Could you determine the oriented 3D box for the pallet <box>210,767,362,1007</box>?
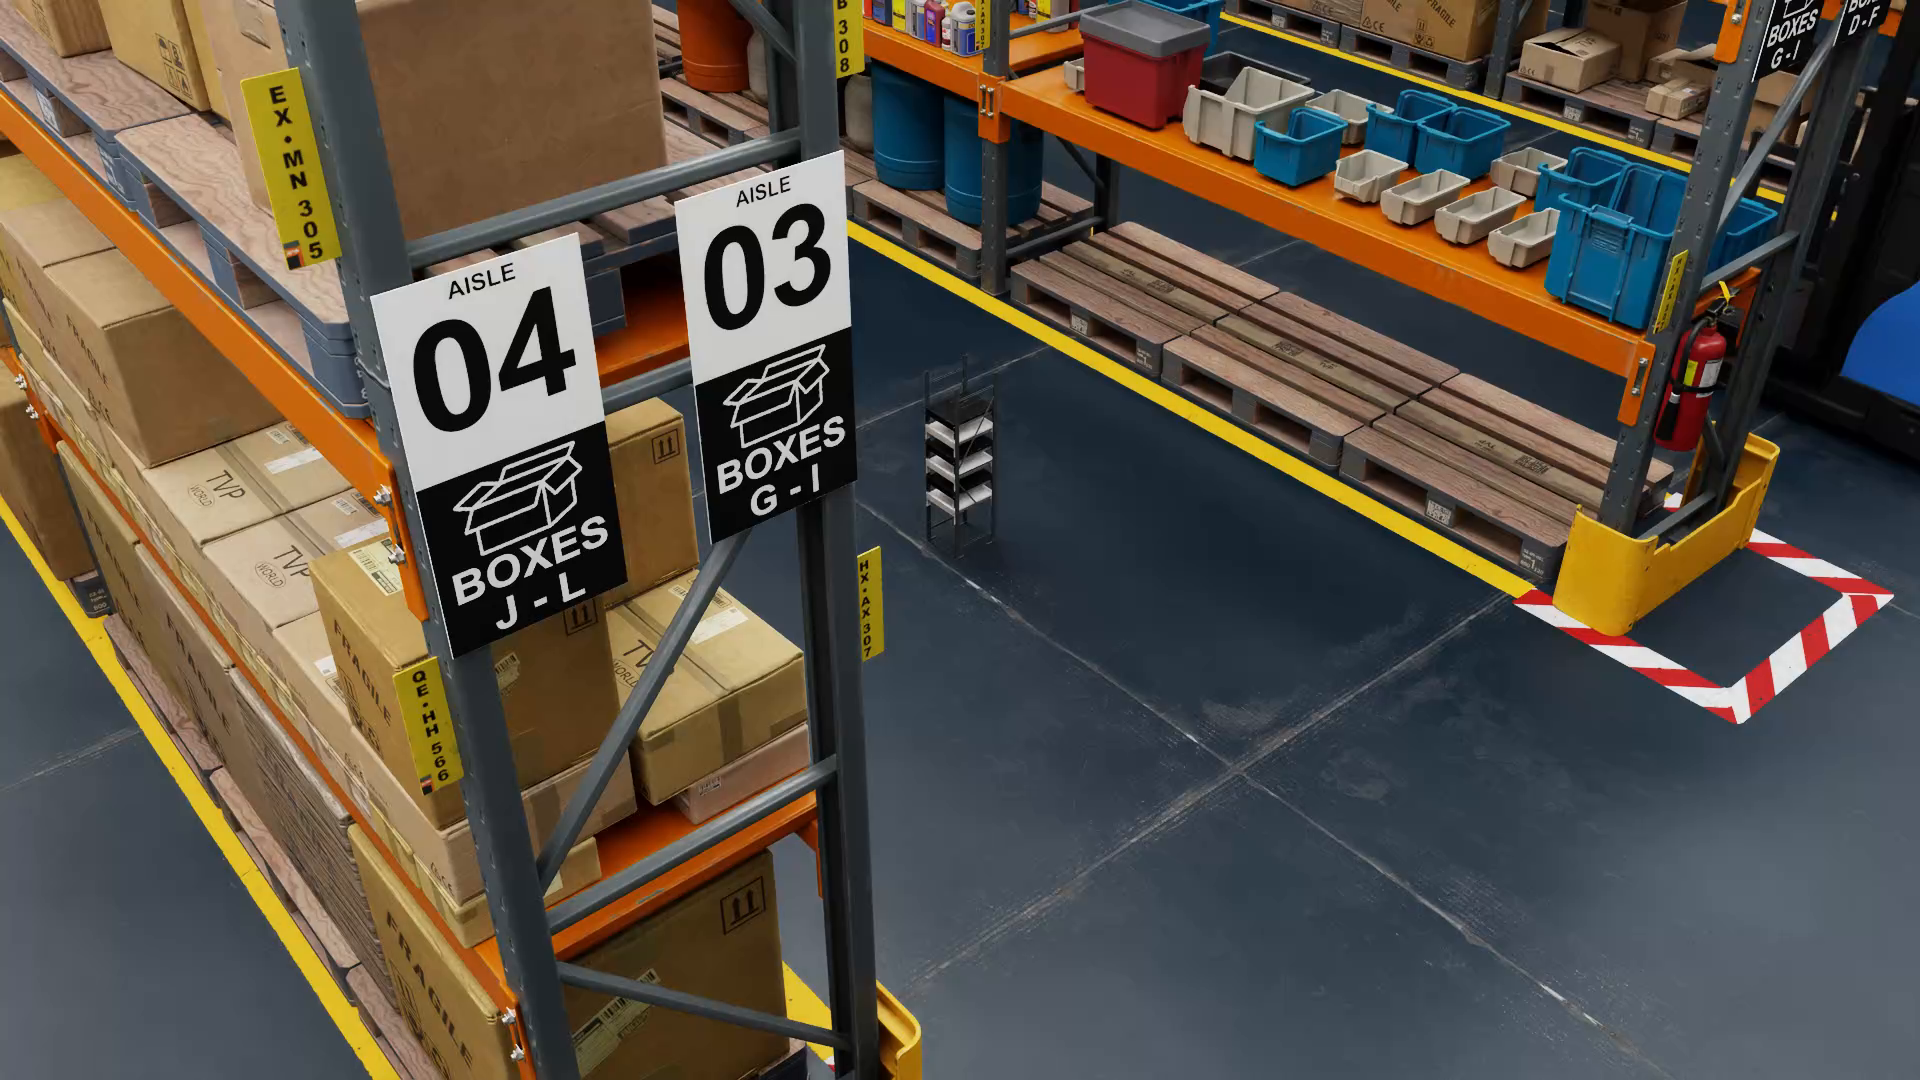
[{"bbox_3d":[-2.019,1.032,6.110,1.003,0.211,1.213,-26,43,-32],"label":"pallet"}]

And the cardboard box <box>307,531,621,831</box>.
[{"bbox_3d":[-1.175,0.273,3.993,0.500,0.500,0.500,-25,43,-31],"label":"cardboard box"}]

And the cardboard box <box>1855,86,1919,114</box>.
[{"bbox_3d":[6.131,-2.782,11.081,0.500,0.250,0.500,-26,43,-32],"label":"cardboard box"}]

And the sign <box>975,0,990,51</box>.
[{"bbox_3d":[0.121,-2.766,8.820,0.100,0.325,0.005,-26,43,-32],"label":"sign"}]

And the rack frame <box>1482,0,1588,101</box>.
[{"bbox_3d":[4.329,-4.703,11.795,1.000,3.000,0.127,-26,43,-32],"label":"rack frame"}]

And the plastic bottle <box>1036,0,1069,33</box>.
[{"bbox_3d":[0.537,-3.131,9.619,0.144,0.351,0.185,-26,43,-32],"label":"plastic bottle"}]

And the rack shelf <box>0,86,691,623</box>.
[{"bbox_3d":[-1.951,-1.057,4.675,1.077,0.370,4.000,-26,43,-32],"label":"rack shelf"}]

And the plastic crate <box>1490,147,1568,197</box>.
[{"bbox_3d":[2.634,-1.712,7.748,0.250,0.136,0.298,-26,43,-32],"label":"plastic crate"}]

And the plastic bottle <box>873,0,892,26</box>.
[{"bbox_3d":[-0.420,-3.202,9.719,0.144,0.351,0.185,-26,43,-32],"label":"plastic bottle"}]

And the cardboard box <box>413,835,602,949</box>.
[{"bbox_3d":[-1.141,0.824,4.208,0.380,0.149,0.250,-25,42,-31],"label":"cardboard box"}]

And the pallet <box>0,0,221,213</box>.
[{"bbox_3d":[-1.938,-1.294,4.464,1.003,0.211,1.213,-26,43,-32],"label":"pallet"}]

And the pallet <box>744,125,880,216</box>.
[{"bbox_3d":[-0.715,-2.614,11.259,1.003,0.211,1.213,-26,43,-32],"label":"pallet"}]

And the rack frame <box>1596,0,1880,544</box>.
[{"bbox_3d":[3.124,-1.091,6.695,1.000,3.000,0.127,-26,43,-32],"label":"rack frame"}]

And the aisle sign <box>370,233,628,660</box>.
[{"bbox_3d":[-0.843,-0.161,3.133,0.394,0.787,0.004,-26,43,-32],"label":"aisle sign"}]

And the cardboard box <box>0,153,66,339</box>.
[{"bbox_3d":[-3.127,-1.069,5.888,0.500,0.500,0.500,-26,43,-32],"label":"cardboard box"}]

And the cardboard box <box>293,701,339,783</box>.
[{"bbox_3d":[-1.632,0.488,4.683,0.380,0.149,0.250,-25,42,-31],"label":"cardboard box"}]

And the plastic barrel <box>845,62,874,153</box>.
[{"bbox_3d":[-0.549,-2.855,10.975,0.421,0.512,0.421,0,35,0],"label":"plastic barrel"}]

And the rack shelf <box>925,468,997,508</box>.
[{"bbox_3d":[0.005,-0.263,7.556,0.258,0.077,0.200,-26,43,-32],"label":"rack shelf"}]

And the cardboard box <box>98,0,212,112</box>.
[{"bbox_3d":[-1.678,-1.434,4.048,0.700,0.500,0.500,-29,45,-35],"label":"cardboard box"}]

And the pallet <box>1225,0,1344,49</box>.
[{"bbox_3d":[2.983,-4.449,13.849,1.003,0.211,1.213,-26,43,-32],"label":"pallet"}]

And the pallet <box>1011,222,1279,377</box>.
[{"bbox_3d":[1.047,-1.409,9.557,1.003,0.211,1.213,-26,43,-32],"label":"pallet"}]

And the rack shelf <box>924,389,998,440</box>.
[{"bbox_3d":[0.005,-0.557,7.348,0.258,0.077,0.200,-26,43,-32],"label":"rack shelf"}]

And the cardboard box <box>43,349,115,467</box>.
[{"bbox_3d":[-2.821,-0.544,5.794,0.500,0.250,0.500,-26,43,-32],"label":"cardboard box"}]

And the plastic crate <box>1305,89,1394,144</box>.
[{"bbox_3d":[1.896,-2.117,8.321,0.293,0.136,0.466,-26,43,-32],"label":"plastic crate"}]

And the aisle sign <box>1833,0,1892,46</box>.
[{"bbox_3d":[3.397,-2.231,6.056,0.394,0.787,0.004,-26,43,-32],"label":"aisle sign"}]

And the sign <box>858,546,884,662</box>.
[{"bbox_3d":[-0.232,0.166,4.102,0.100,0.325,0.005,-26,43,-32],"label":"sign"}]

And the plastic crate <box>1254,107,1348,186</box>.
[{"bbox_3d":[1.603,-1.858,7.872,0.416,0.233,0.300,-26,43,-32],"label":"plastic crate"}]

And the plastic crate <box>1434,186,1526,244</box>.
[{"bbox_3d":[2.283,-1.434,7.356,0.396,0.136,0.243,-26,43,-32],"label":"plastic crate"}]

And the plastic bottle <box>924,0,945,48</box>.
[{"bbox_3d":[-0.143,-2.948,9.418,0.061,0.283,0.133,-26,43,-32],"label":"plastic bottle"}]

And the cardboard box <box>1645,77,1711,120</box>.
[{"bbox_3d":[5.000,-3.082,11.577,0.380,0.166,0.250,-26,43,-32],"label":"cardboard box"}]

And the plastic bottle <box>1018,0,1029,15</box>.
[{"bbox_3d":[0.394,-3.272,9.886,0.097,0.271,0.097,0,35,0],"label":"plastic bottle"}]

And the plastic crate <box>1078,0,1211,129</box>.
[{"bbox_3d":[0.927,-2.420,8.464,0.402,0.464,0.583,-26,43,-32],"label":"plastic crate"}]

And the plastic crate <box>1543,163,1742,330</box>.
[{"bbox_3d":[2.765,-1.208,6.778,0.616,0.435,0.499,-26,43,-32],"label":"plastic crate"}]

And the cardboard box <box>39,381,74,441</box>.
[{"bbox_3d":[-3.135,-0.537,6.130,0.380,0.149,0.250,-28,44,-33],"label":"cardboard box"}]

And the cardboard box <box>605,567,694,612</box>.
[{"bbox_3d":[-1.104,0.156,4.806,0.500,0.250,0.500,-27,43,-32],"label":"cardboard box"}]

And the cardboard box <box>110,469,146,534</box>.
[{"bbox_3d":[-2.628,-0.192,5.644,0.380,0.149,0.250,-27,43,-32],"label":"cardboard box"}]

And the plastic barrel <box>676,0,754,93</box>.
[{"bbox_3d":[-1.710,-3.699,11.892,0.600,0.830,0.708,-26,43,-32],"label":"plastic barrel"}]

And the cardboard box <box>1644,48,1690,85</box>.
[{"bbox_3d":[5.201,-3.430,12.084,0.380,0.149,0.250,-26,43,-32],"label":"cardboard box"}]

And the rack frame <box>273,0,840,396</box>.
[{"bbox_3d":[-0.660,-1.692,2.353,1.000,3.000,0.127,-26,43,-32],"label":"rack frame"}]

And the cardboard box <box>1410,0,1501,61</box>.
[{"bbox_3d":[3.791,-3.973,12.547,0.500,0.500,0.500,-26,43,-32],"label":"cardboard box"}]

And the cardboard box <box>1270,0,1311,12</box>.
[{"bbox_3d":[2.826,-4.640,13.489,0.500,0.500,0.500,-28,44,-33],"label":"cardboard box"}]

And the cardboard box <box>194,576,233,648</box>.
[{"bbox_3d":[-2.127,0.149,5.161,0.380,0.149,0.250,-25,42,-31],"label":"cardboard box"}]

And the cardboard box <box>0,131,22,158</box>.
[{"bbox_3d":[-3.660,-1.739,6.656,0.797,0.503,0.637,-27,43,-33],"label":"cardboard box"}]

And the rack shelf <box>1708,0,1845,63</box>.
[{"bbox_3d":[1.833,-2.905,7.283,1.077,0.370,4.000,-26,43,-32],"label":"rack shelf"}]

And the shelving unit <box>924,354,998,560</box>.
[{"bbox_3d":[0.005,-0.364,7.485,0.258,0.900,0.210,-26,43,-32],"label":"shelving unit"}]

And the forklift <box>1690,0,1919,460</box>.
[{"bbox_3d":[4.555,-2.166,8.273,1.130,2.935,3.031,-25,42,-31],"label":"forklift"}]

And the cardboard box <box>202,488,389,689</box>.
[{"bbox_3d":[-1.831,0.132,4.840,0.500,0.250,0.500,-28,44,-33],"label":"cardboard box"}]

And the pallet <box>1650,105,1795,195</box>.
[{"bbox_3d":[5.563,-2.722,11.412,1.003,0.211,1.213,-26,43,-32],"label":"pallet"}]

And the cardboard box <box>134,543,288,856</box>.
[{"bbox_3d":[-2.296,0.404,6.059,0.875,0.875,0.875,-26,43,-32],"label":"cardboard box"}]
